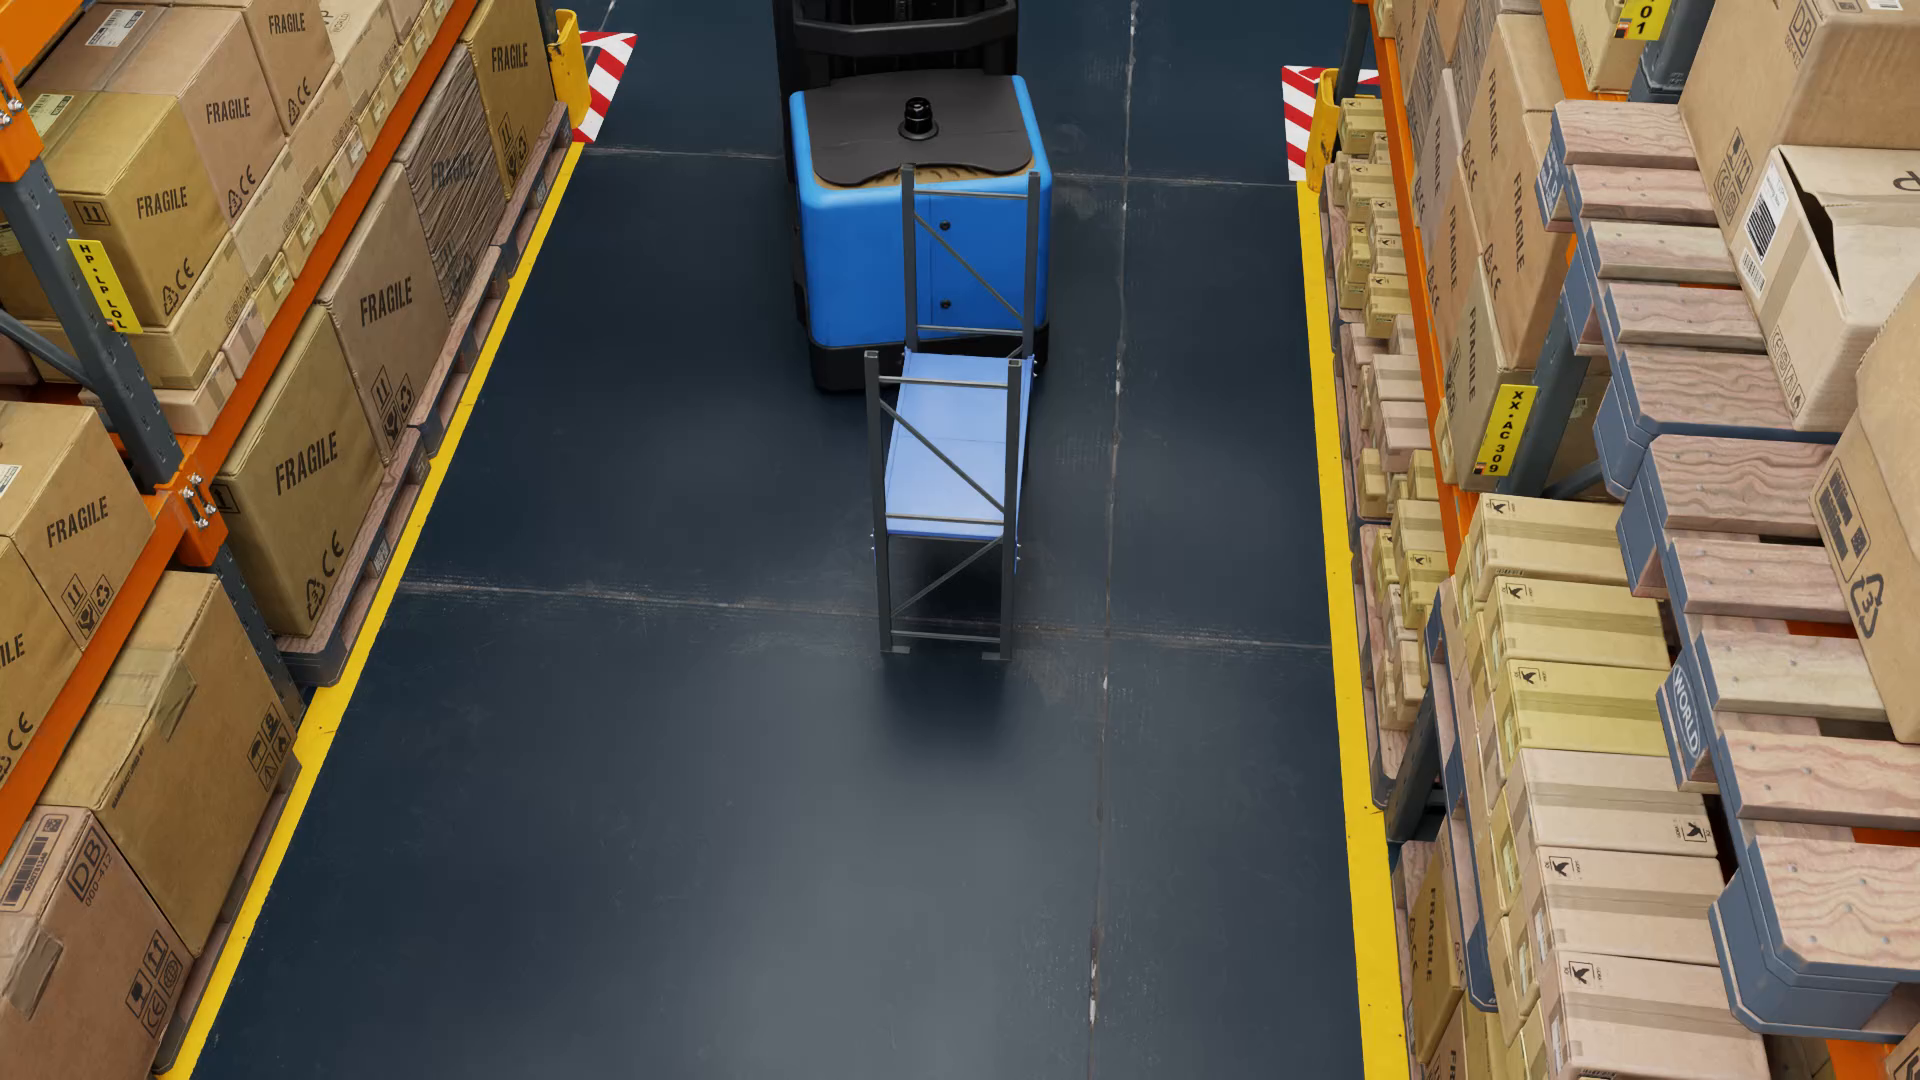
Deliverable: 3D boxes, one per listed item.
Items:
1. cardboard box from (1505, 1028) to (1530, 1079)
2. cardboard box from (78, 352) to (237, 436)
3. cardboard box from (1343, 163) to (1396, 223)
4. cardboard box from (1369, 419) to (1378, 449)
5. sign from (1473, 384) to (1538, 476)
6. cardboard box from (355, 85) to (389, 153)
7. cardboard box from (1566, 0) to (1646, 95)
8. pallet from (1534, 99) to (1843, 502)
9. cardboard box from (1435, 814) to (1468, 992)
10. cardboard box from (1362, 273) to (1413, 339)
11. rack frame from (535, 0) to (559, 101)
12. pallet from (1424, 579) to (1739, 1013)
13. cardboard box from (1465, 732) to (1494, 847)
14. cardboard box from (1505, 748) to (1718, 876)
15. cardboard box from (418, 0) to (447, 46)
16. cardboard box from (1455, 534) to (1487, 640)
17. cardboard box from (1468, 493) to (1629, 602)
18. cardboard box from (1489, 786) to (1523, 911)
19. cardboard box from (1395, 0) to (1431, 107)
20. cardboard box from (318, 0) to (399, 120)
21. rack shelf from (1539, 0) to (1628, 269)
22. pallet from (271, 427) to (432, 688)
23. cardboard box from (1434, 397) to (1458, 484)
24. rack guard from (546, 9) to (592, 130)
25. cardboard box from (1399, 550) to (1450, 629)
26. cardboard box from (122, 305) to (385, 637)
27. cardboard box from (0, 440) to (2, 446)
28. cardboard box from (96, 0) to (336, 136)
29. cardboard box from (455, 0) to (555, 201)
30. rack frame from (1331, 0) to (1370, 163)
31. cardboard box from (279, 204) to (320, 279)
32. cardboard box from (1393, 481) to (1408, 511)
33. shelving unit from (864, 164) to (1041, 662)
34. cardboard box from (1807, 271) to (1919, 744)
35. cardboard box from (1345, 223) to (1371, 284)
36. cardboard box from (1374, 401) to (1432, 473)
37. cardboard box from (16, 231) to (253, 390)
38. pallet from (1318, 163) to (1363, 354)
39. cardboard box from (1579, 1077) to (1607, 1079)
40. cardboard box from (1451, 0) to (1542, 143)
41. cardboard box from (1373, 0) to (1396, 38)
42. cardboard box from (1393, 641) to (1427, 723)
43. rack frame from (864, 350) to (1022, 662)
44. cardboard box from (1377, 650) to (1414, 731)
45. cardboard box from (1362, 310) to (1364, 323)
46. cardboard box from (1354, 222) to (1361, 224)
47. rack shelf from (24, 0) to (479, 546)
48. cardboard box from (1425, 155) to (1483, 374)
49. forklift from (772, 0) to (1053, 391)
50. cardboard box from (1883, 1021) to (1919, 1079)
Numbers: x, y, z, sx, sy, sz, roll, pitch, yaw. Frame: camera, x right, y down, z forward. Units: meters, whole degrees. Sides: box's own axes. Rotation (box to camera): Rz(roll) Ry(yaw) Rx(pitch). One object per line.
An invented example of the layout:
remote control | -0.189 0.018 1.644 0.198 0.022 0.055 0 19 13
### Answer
cardboard box | 1.385 1.196 3.535 0.380 0.149 0.250 3 48 3
cardboard box | -2.580 -0.484 5.356 0.380 0.149 0.250 4 48 4
cardboard box | 1.915 -1.536 7.392 0.380 0.149 0.250 4 48 3
cardboard box | 1.874 -0.404 6.760 0.380 0.149 0.250 5 48 4
sign | 1.451 -0.289 4.421 0.100 0.325 0.005 4 48 4
cardboard box | -2.439 -1.629 6.404 0.380 0.149 0.250 3 48 2
cardboard box | 1.768 -1.306 4.007 0.500 0.250 0.500 5 48 4
pallet | 1.830 -0.468 3.266 1.213 0.211 1.003 4 48 4
cardboard box | 1.662 1.008 4.722 0.500 0.250 0.500 2 48 2
cardboard box | 1.871 -0.955 6.861 0.380 0.149 0.250 5 48 4
rack frame | -2.573 -3.313 7.773 1.000 3.000 0.127 4 48 4
pallet | 1.778 0.651 4.278 1.003 0.211 1.213 4 48 4
cardboard box | 1.452 0.623 4.059 0.380 0.149 0.250 4 48 4
cardboard box | 1.428 0.612 3.666 0.380 0.149 0.250 3 48 3
cardboard box | -2.369 -2.194 6.920 0.380 0.149 0.250 3 48 3
cardboard box | 1.498 0.136 4.303 0.380 0.149 0.250 5 48 4
cardboard box | 1.498 0.035 4.193 0.380 0.149 0.250 6 48 6
cardboard box | 1.430 0.707 3.781 0.380 0.149 0.250 2 48 2
cardboard box | 1.960 -1.974 6.279 0.500 0.500 0.500 4 48 4
cardboard box | -2.489 -1.859 6.343 0.500 0.250 0.500 4 48 4
rack shelf | 2.175 -2.205 5.215 1.077 0.370 4.000 4 48 4
pallet | -2.791 0.014 6.620 1.003 0.211 1.213 4 48 4
cardboard box | 1.700 -0.303 5.191 0.380 0.149 0.250 3 48 2
rack guard | -2.571 -2.487 8.712 1.175 0.500 0.348 4 48 4
cardboard box | 1.749 0.185 5.819 0.380 0.149 0.250 4 48 4
cardboard box | -2.798 -0.278 6.152 0.875 0.875 0.875 4 48 4
cardboard box | -2.988 -0.276 4.248 0.797 0.503 0.637 3 48 3
cardboard box | -2.544 -1.755 5.740 0.500 0.500 0.500 3 48 2
cardboard box | -2.552 -2.262 7.967 0.875 0.875 0.875 4 48 4
rack frame | 2.357 -2.905 7.400 1.000 3.000 0.127 4 48 4
cardboard box | -2.510 -1.064 5.886 0.380 0.149 0.250 3 48 2
cardboard box | 1.844 -0.074 6.257 0.380 0.149 0.250 4 48 4
shelving unit | -0.008 -0.443 6.165 0.538 1.500 1.048 4 48 4
cardboard box | 1.721 -0.028 2.382 0.797 0.503 0.637 3 48 3
cardboard box | 1.907 -1.253 7.335 0.380 0.149 0.250 5 48 5
cardboard box | 1.799 -0.389 6.344 0.380 0.149 0.250 2 48 2
cardboard box | -2.634 -0.751 5.330 0.500 0.250 0.500 3 48 3
pallet | 2.241 -1.313 7.834 1.003 0.211 1.213 4 48 4
cardboard box | 1.360 1.184 3.143 0.380 0.149 0.250 5 48 5
cardboard box | 1.868 -1.556 5.220 0.500 0.500 0.500 5 48 5
cardboard box | 1.941 -2.220 6.944 0.380 0.149 0.250 3 48 2
cardboard box | 1.704 0.502 5.730 0.380 0.149 0.250 5 48 4
rack frame | -0.054 -0.070 5.824 0.500 1.500 0.032 4 48 4
cardboard box | 1.689 0.544 5.893 0.380 0.149 0.250 4 48 4
cardboard box | 1.971 -0.966 7.274 0.380 0.149 0.250 4 48 4
cardboard box | 2.048 -1.523 7.784 0.380 0.149 0.250 4 48 3
rack shelf | -2.756 -1.600 6.694 1.077 0.370 4.000 4 48 4
cardboard box | 1.804 -0.856 5.257 0.500 0.500 0.500 3 48 2
forklift | -0.317 -2.743 7.298 1.130 2.935 3.031 -6 48 -5
cardboard box | 1.509 0.755 1.952 0.500 0.500 0.500 4 48 4
